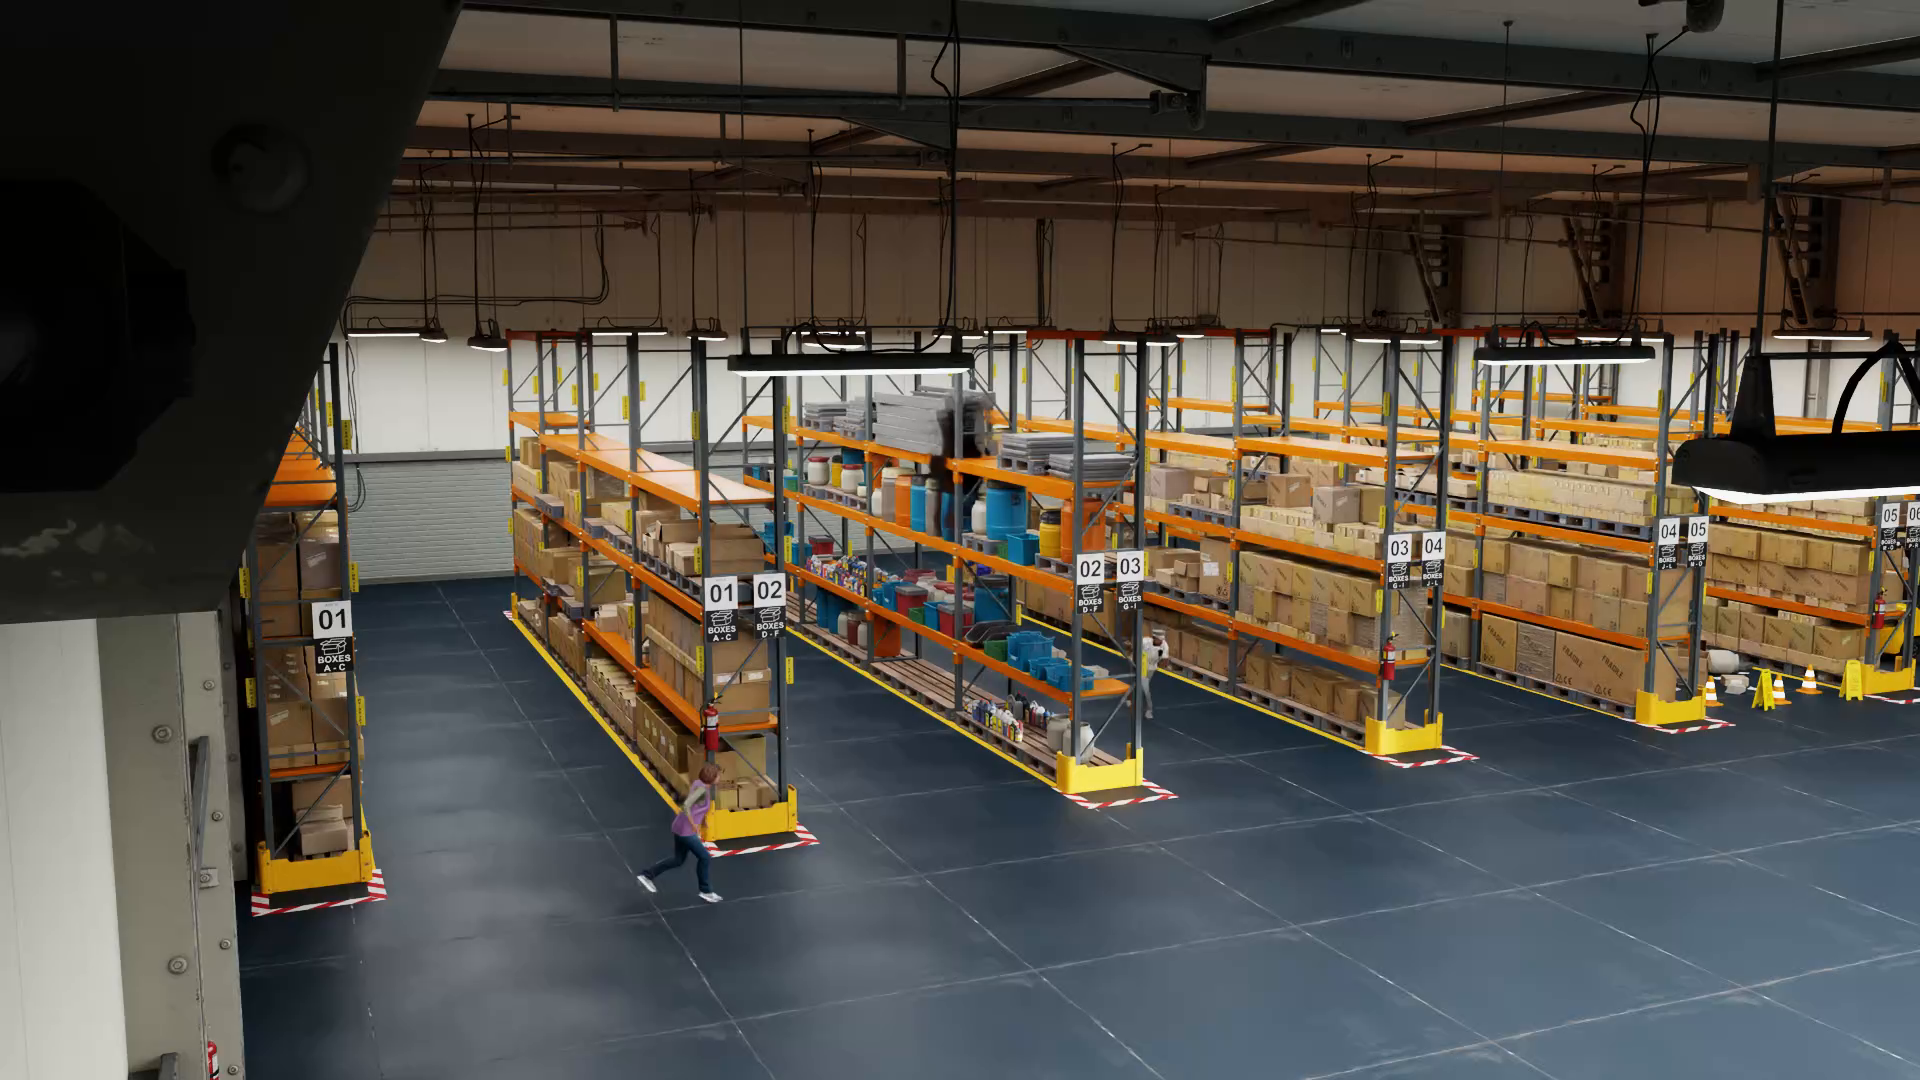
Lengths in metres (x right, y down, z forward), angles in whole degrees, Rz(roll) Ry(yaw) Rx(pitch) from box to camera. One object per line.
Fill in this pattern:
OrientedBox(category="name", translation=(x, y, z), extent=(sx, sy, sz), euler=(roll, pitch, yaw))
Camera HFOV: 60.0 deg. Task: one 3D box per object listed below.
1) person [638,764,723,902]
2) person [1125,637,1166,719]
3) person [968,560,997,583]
OrientedBox(category="person", translation=(-3.012, 3.235, 17.850), extent=(0.894, 1.440, 0.567), euler=(-1, 8, -5))
OrientedBox(category="person", translation=(2.917, 2.125, 26.447), extent=(0.411, 1.319, 0.924), euler=(-2, 8, -17))
OrientedBox(category="person", translation=(0.479, 0.919, 33.777), extent=(0.564, 1.696, 0.750), euler=(-3, 8, -21))
